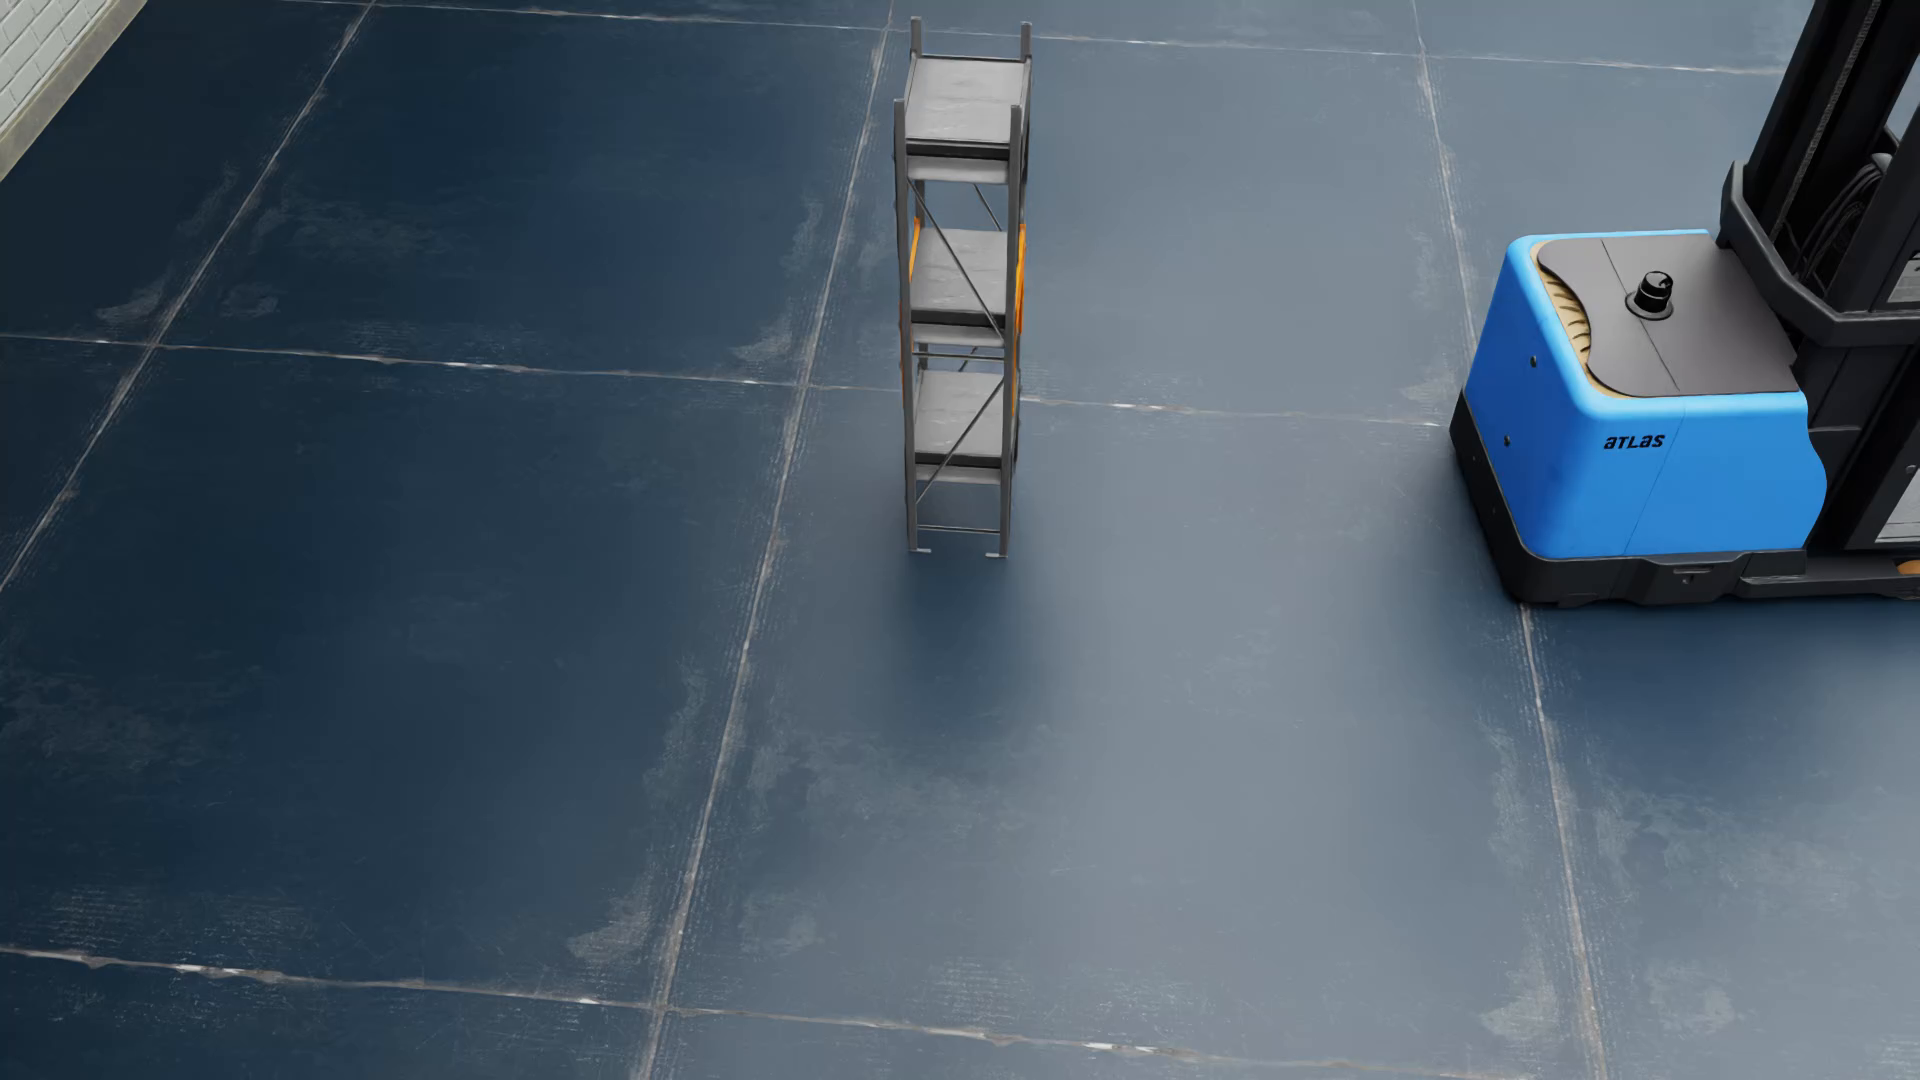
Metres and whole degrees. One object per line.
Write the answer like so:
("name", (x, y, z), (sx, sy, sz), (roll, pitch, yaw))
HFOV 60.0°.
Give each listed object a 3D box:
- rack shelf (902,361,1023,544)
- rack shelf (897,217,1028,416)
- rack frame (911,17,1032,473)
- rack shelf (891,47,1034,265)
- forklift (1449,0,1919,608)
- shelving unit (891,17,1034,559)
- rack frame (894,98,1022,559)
("rack shelf", (0.015, -0.349, 6.639), (0.431, 0.518, 0.480), (4, 48, 4))
("rack shelf", (0.015, -0.821, 6.122), (0.431, 0.518, 0.480), (4, 48, 4))
("rack frame", (0.037, -1.010, 6.276), (0.400, 2.100, 0.015), (4, 48, 4))
("rack shelf", (0.015, -1.294, 5.606), (0.431, 0.518, 0.480), (4, 48, 4))
("forklift", (3.624, -1.145, 5.837), (3.031, 2.935, 1.130), (-2, 48, -2))
("shelving unit", (0.015, -0.830, 6.112), (0.431, 2.100, 0.503), (4, 48, 4))
("rack frame", (-0.007, -0.651, 5.948), (0.400, 2.100, 0.015), (4, 48, 4))
